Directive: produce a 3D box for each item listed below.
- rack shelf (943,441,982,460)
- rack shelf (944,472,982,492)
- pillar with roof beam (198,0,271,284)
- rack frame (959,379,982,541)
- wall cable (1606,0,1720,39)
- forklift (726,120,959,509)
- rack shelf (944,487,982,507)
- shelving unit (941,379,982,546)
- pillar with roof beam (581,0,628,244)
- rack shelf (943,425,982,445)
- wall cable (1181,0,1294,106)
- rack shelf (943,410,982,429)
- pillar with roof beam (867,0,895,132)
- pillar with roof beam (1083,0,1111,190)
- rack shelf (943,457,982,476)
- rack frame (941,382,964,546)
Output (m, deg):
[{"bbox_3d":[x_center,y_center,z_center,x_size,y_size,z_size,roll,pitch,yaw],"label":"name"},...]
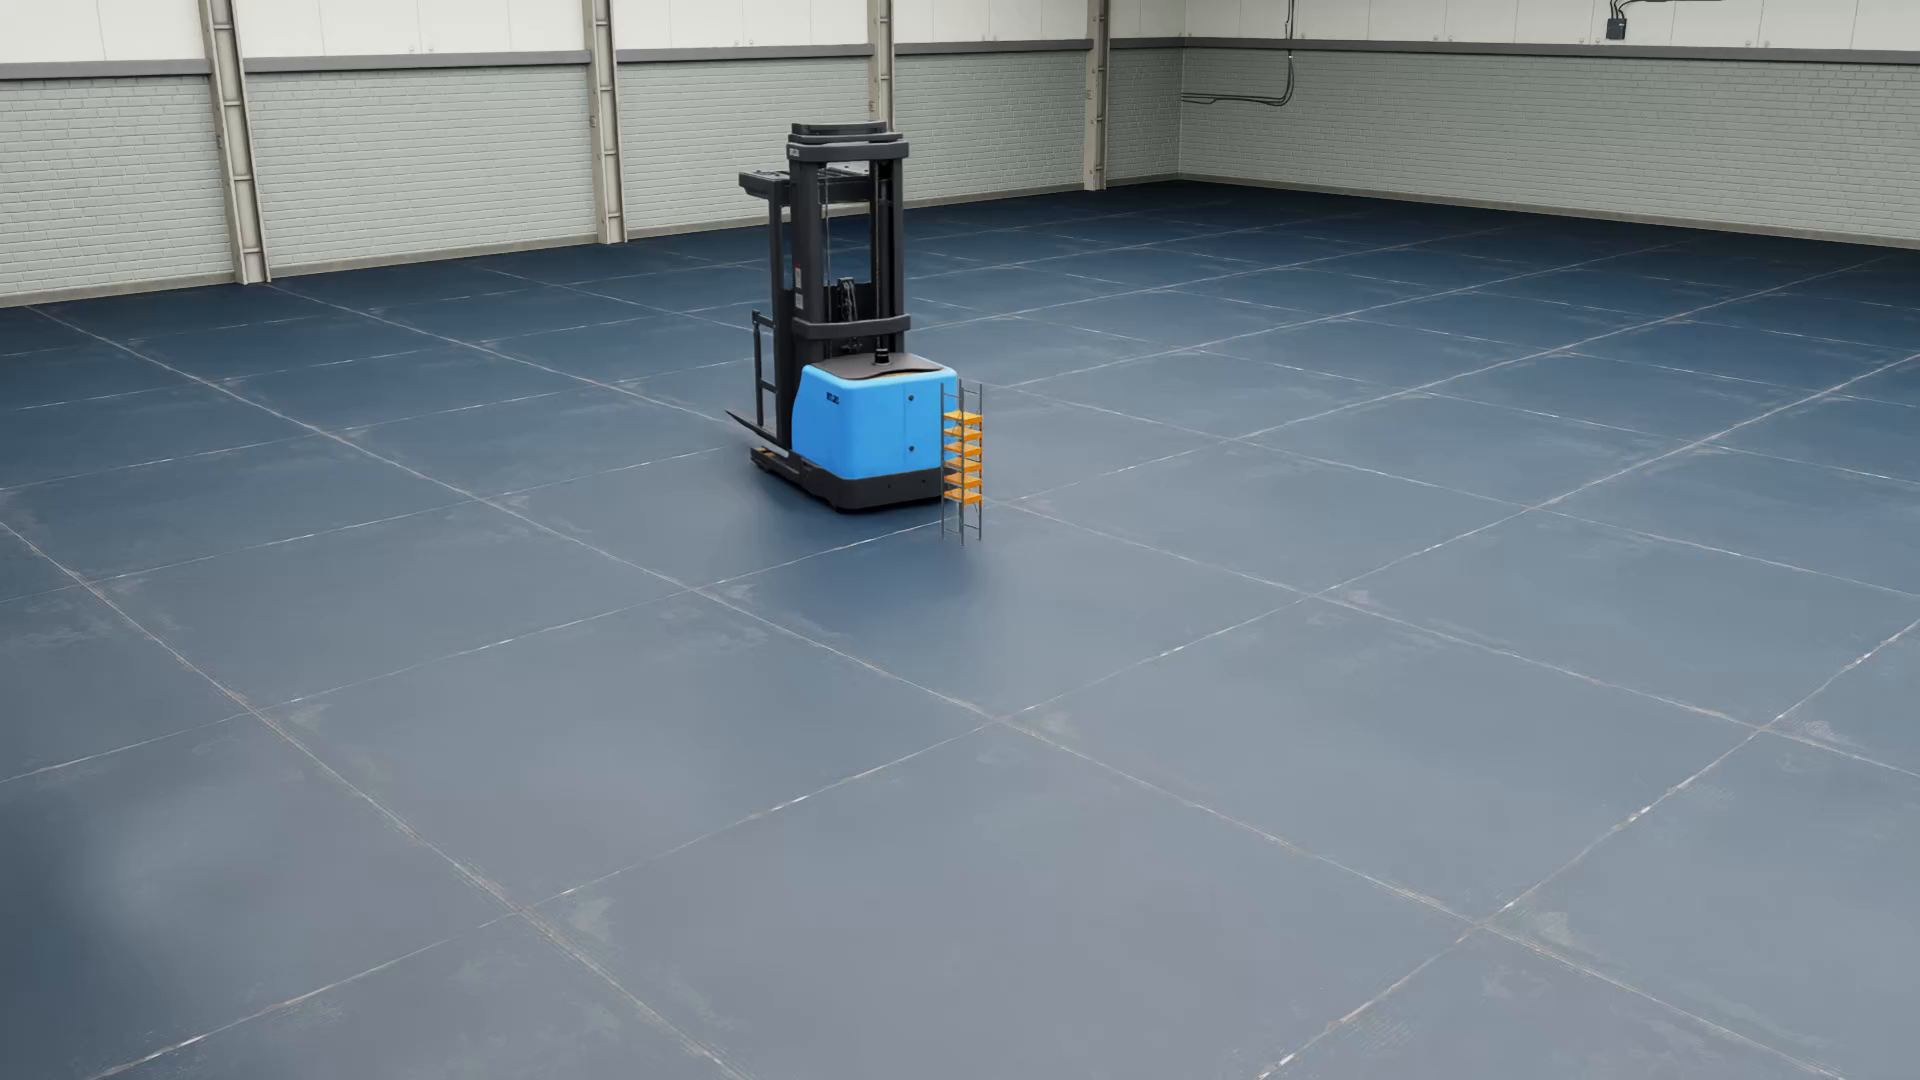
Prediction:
[{"bbox_3d":[0.011,-0.646,12.286,0.180,0.103,0.258,-16,24,-41],"label":"rack shelf"},{"bbox_3d":[0.011,-0.417,12.360,0.180,0.103,0.258,-16,24,-41],"label":"rack shelf"},{"bbox_3d":[-7.230,-7.041,19.610,0.400,9.000,9.100,-16,24,-41],"label":"pillar with roof beam"},{"bbox_3d":[0.077,-0.593,12.369,0.006,1.200,0.240,-16,24,-41],"label":"rack frame"},{"bbox_3d":[12.451,-11.635,28.265,0.169,6.003,2.305,-16,24,-41],"label":"wall cable"},{"bbox_3d":[-1.162,-2.041,14.027,1.130,2.935,3.031,-10,20,-27],"label":"forklift"},{"bbox_3d":[0.011,-0.303,12.397,0.180,0.103,0.258,-16,24,-41],"label":"rack shelf"},{"bbox_3d":[0.011,-0.574,12.309,0.189,1.200,0.258,-16,24,-41],"label":"shelving unit"},{"bbox_3d":[-2.870,-8.312,23.532,0.400,9.000,9.100,-16,24,-41],"label":"pillar with roof beam"},{"bbox_3d":[0.011,-0.760,12.249,0.180,0.103,0.258,-16,24,-41],"label":"rack shelf"},{"bbox_3d":[5.941,-10.671,35.840,0.112,2.526,3.097,-16,24,-41],"label":"wall cable"},{"bbox_3d":[0.011,-0.874,12.212,0.180,0.103,0.258,-16,24,-41],"label":"rack shelf"},{"bbox_3d":[1.489,-9.584,27.453,0.400,9.000,9.100,-16,24,-41],"label":"pillar with roof beam"},{"bbox_3d":[5.849,-10.855,31.374,0.400,9.000,9.100,-16,24,-41],"label":"pillar with roof beam"},{"bbox_3d":[0.011,-0.532,12.323,0.180,0.103,0.258,-16,24,-41],"label":"rack shelf"},{"bbox_3d":[-0.056,-0.554,12.249,0.006,1.200,0.240,-16,24,-41],"label":"rack frame"}]
